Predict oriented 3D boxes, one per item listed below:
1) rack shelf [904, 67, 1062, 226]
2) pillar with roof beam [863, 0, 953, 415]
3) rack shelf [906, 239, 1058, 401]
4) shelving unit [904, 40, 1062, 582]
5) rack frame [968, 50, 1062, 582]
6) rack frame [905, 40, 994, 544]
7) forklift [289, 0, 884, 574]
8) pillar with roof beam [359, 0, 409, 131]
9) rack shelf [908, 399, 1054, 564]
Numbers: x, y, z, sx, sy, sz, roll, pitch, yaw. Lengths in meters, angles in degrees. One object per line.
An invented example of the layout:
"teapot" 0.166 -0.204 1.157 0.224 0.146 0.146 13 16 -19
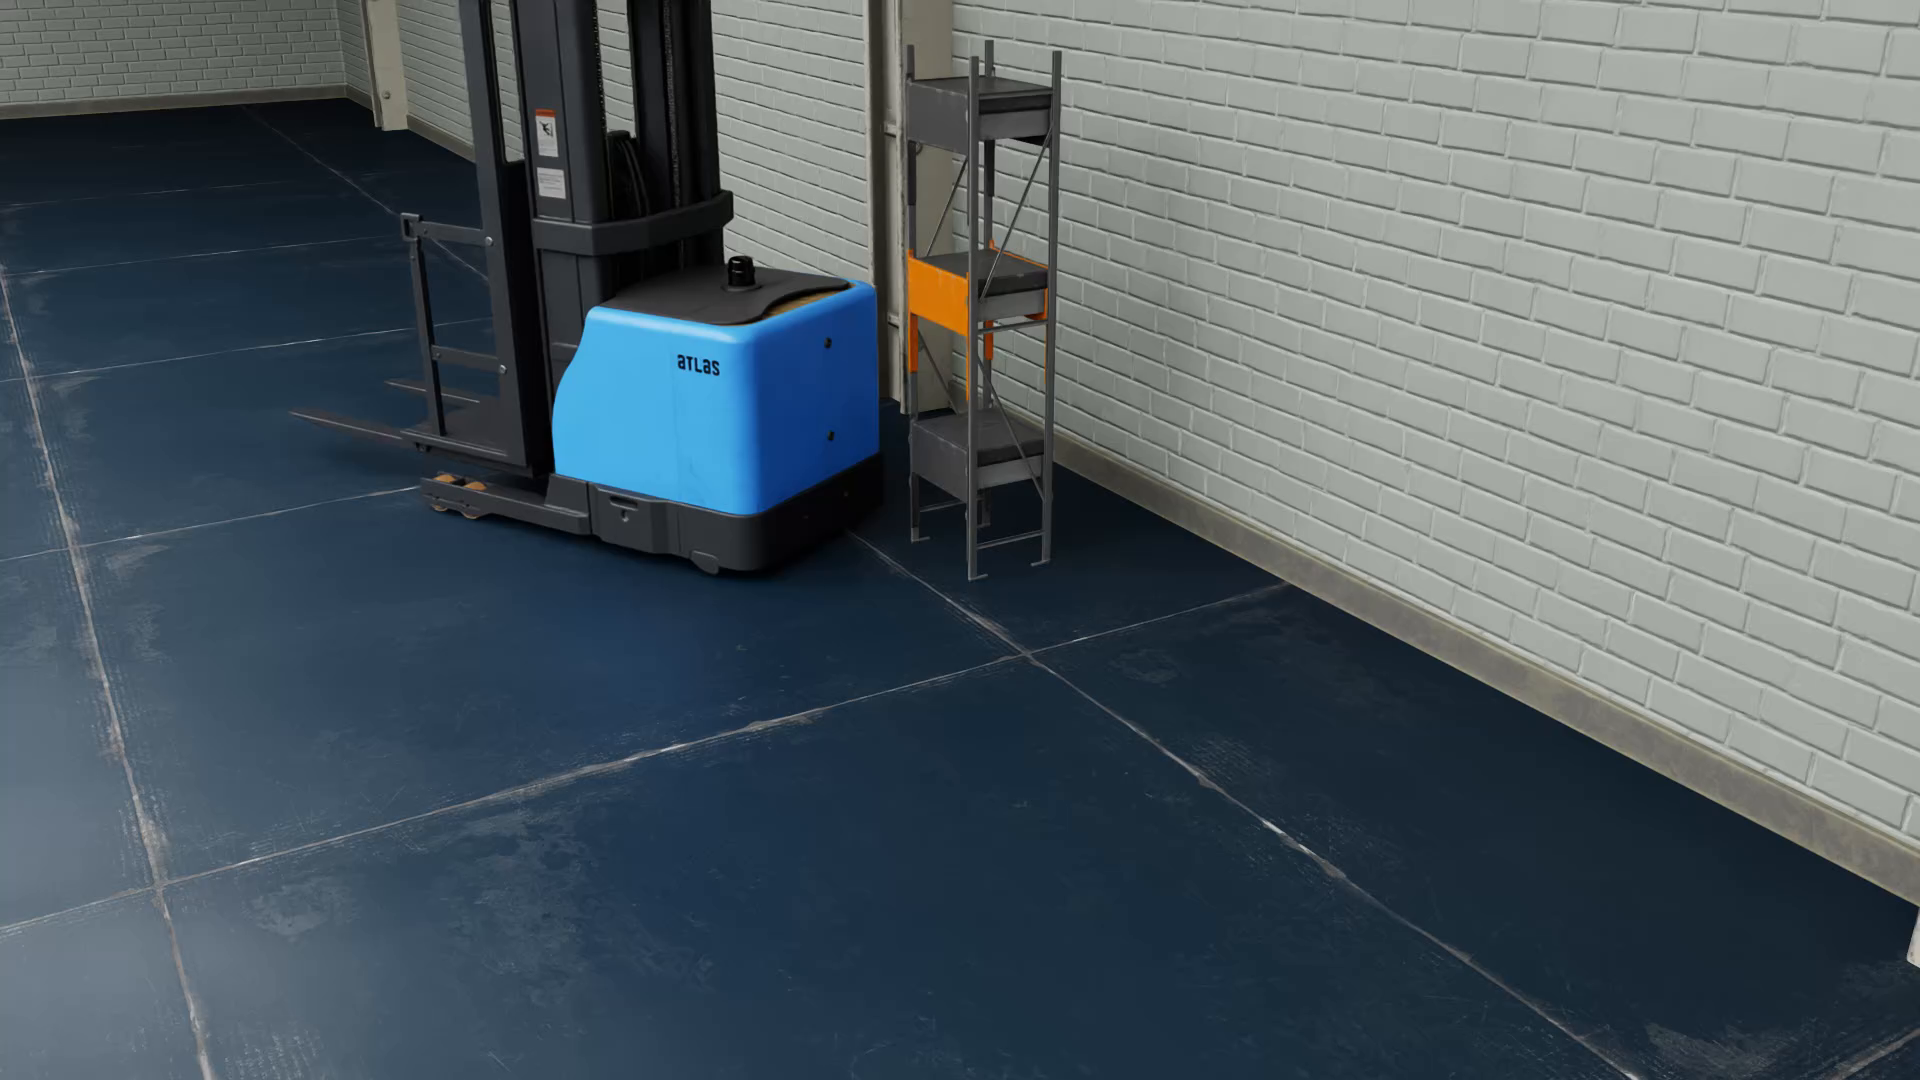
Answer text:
"rack shelf" 0.085 -1.555 6.526 0.431 0.518 0.480 -13 25 -28
"pillar with roof beam" -3.968 -4.110 5.474 9.100 9.000 0.400 -13 25 -28
"rack shelf" 0.085 -0.906 6.789 0.431 0.518 0.480 -13 25 -28
"shelving unit" 0.085 -0.919 6.784 0.431 2.100 0.503 -13 25 -28
"rack frame" 0.209 -0.840 6.590 0.400 2.100 0.015 -13 25 -28
"rack frame" -0.040 -0.998 6.979 0.400 2.100 0.015 -13 25 -28
"forklift" -1.877 -1.608 7.376 3.031 2.935 1.130 13 25 28
"pillar with roof beam" -10.098 -7.995 15.031 9.100 9.000 0.400 -13 25 -28
"rack shelf" 0.085 -0.258 7.053 0.431 0.518 0.480 -13 25 -28
